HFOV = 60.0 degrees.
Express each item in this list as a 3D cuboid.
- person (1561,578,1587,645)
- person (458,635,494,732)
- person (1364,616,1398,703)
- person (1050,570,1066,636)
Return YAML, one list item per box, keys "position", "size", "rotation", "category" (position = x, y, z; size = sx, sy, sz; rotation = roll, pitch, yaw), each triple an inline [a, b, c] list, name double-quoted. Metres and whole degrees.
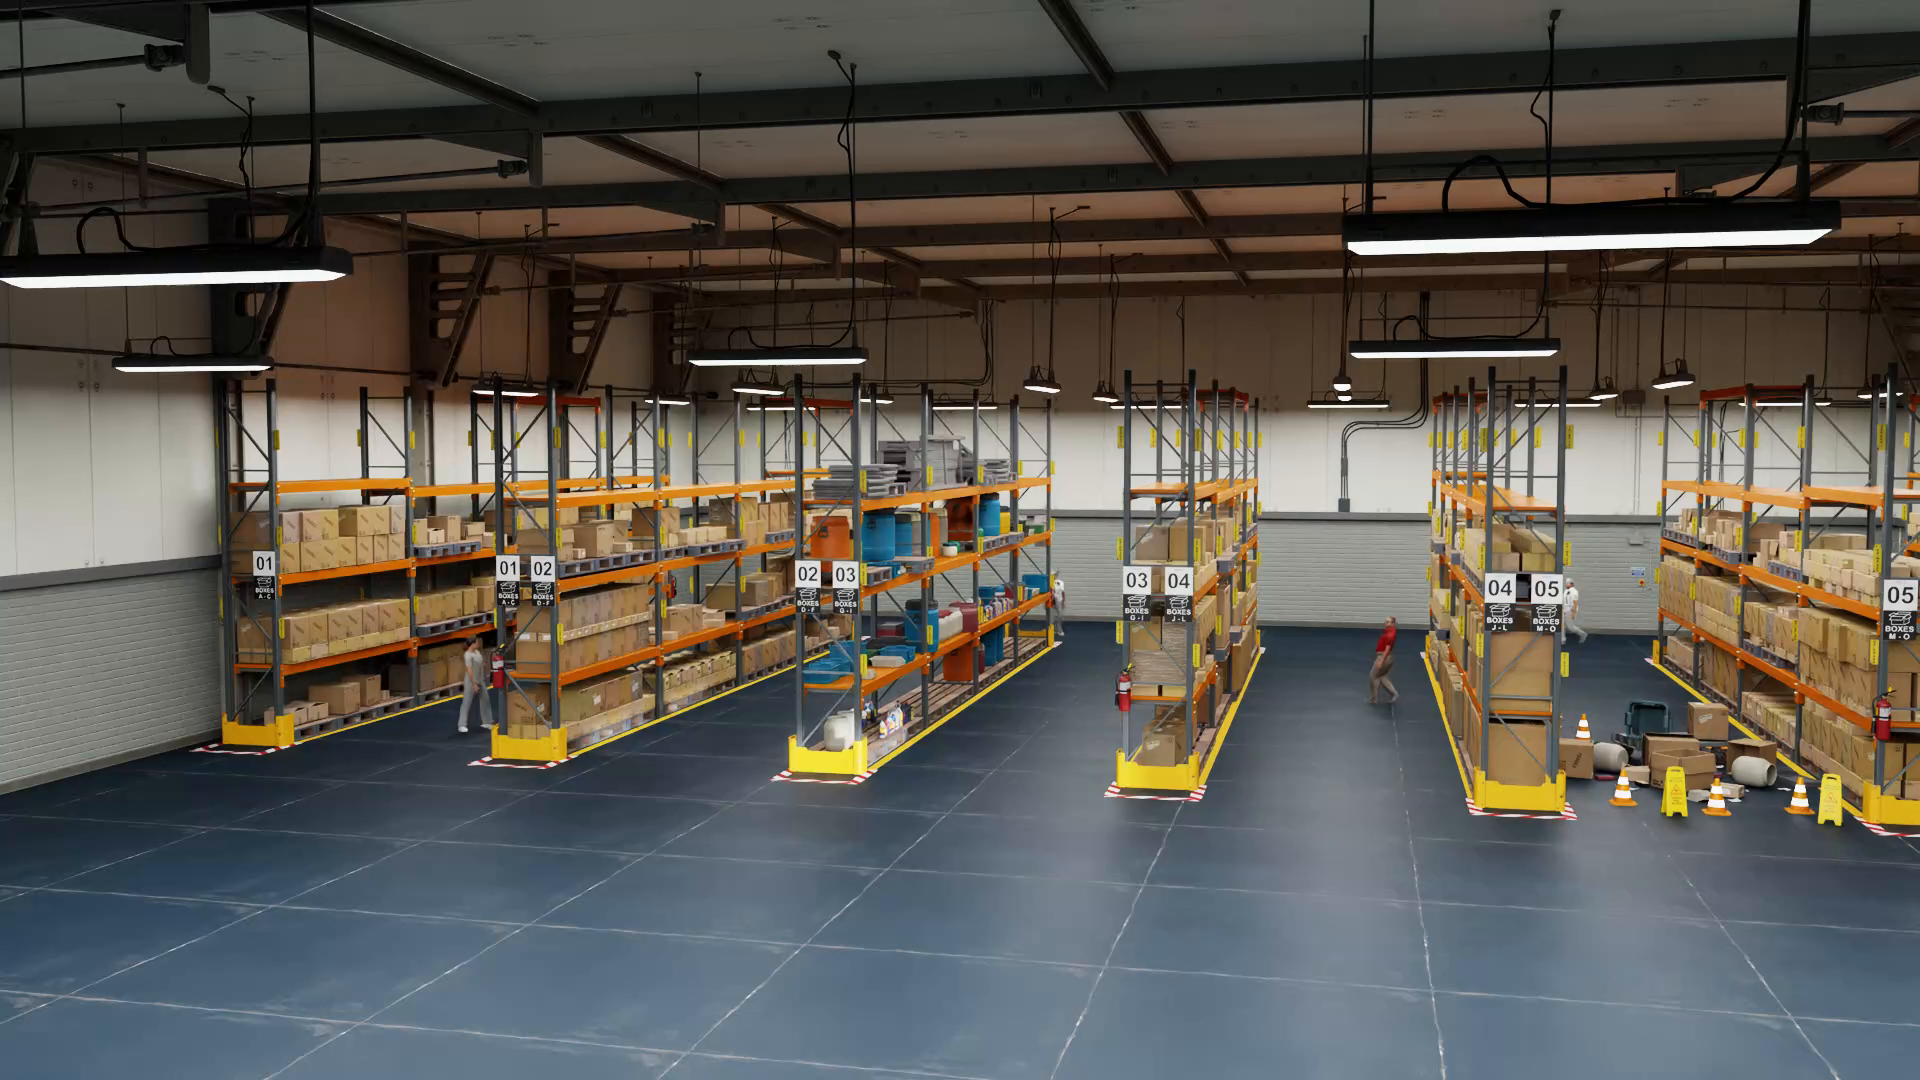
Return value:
- position: [14.874, 1.741, 40.539]
  size: [0.742, 1.621, 0.529]
  rotation: [-1, 4, -15]
  category: "person"
- position: [-8.317, 2.465, 28.593]
  size: [0.535, 1.698, 0.620]
  rotation: [1, 4, 20]
  category: "person"
- position: [7.984, 2.288, 31.601]
  size: [0.636, 1.703, 0.570]
  rotation: [2, 4, 29]
  category: "person"
- position: [2.468, 1.618, 42.516]
  size: [0.504, 1.736, 0.399]
  rotation: [-1, 4, -16]
  category: "person"
